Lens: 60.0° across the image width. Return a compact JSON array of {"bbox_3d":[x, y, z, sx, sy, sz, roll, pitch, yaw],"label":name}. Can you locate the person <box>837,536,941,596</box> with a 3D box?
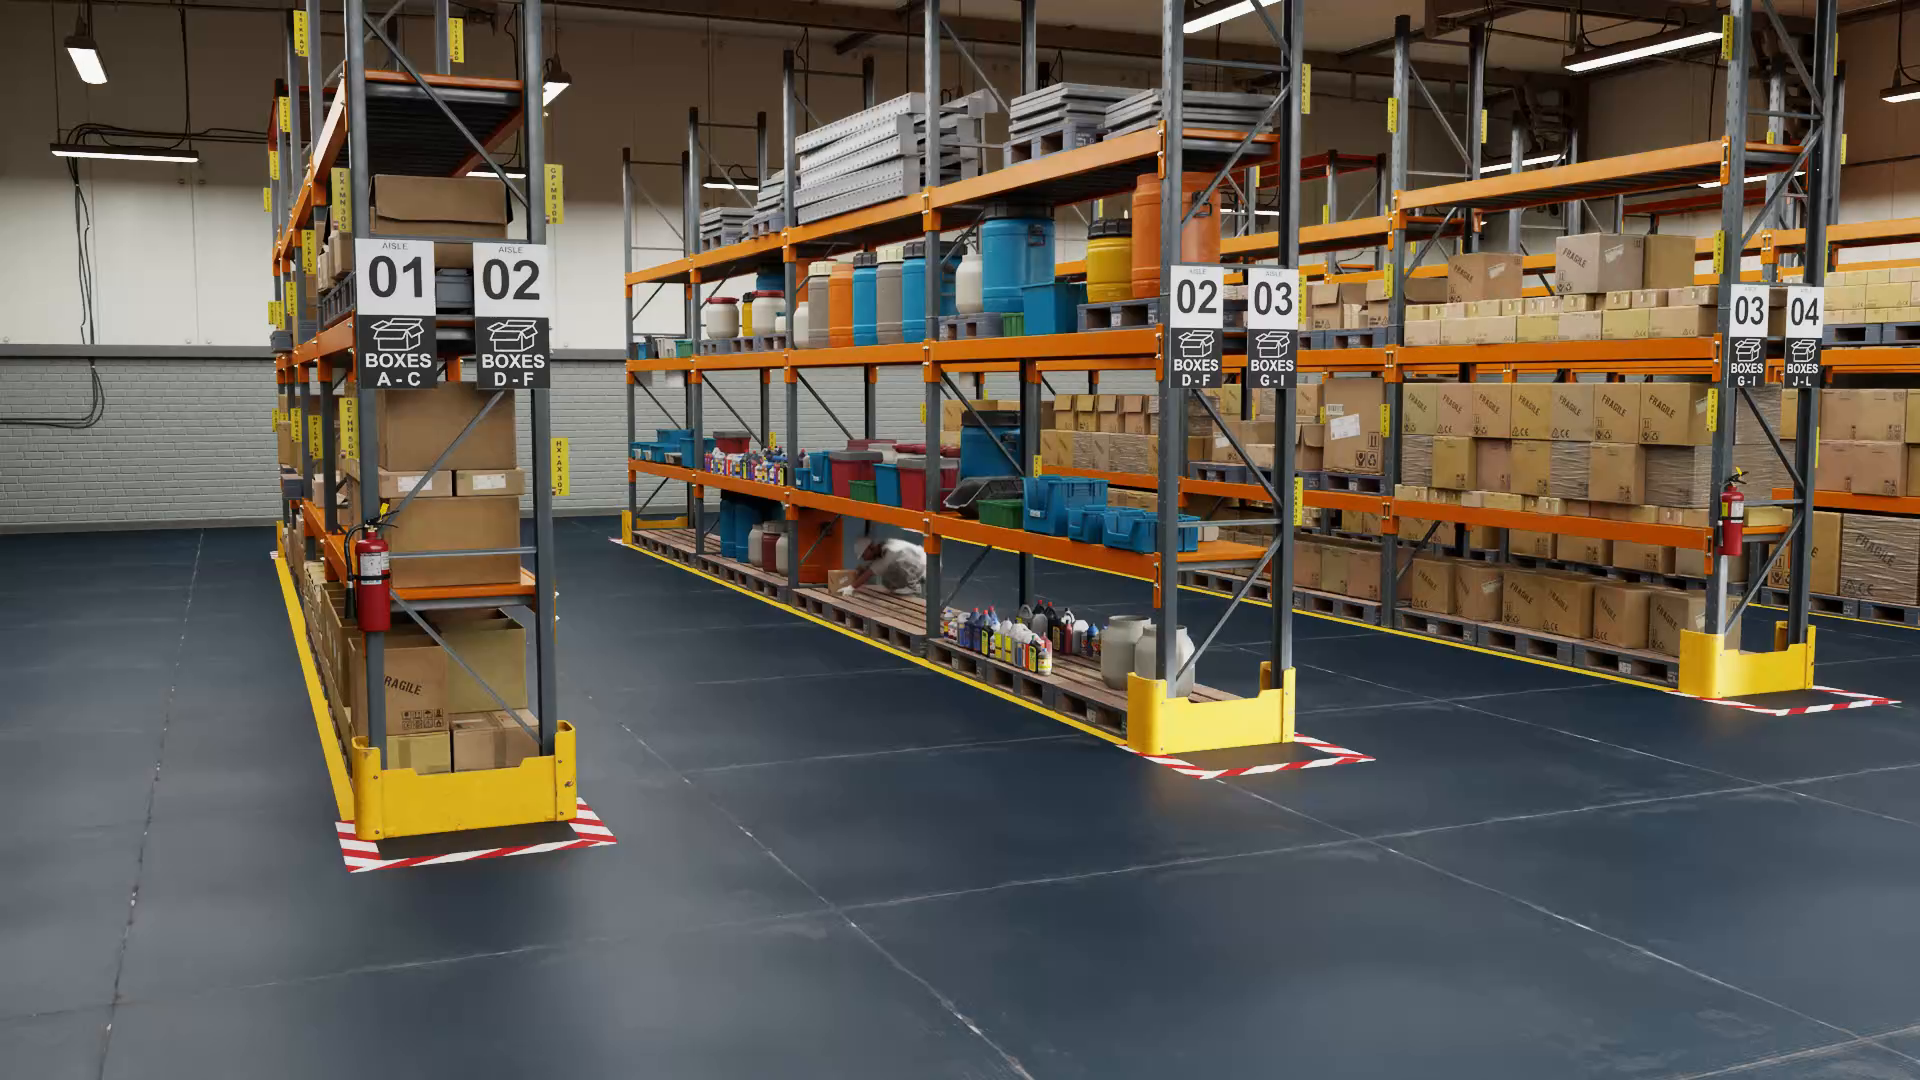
[{"bbox_3d":[-0.803,0.372,17.741,1.199,0.837,0.543,-1,5,-8],"label":"person"}]
